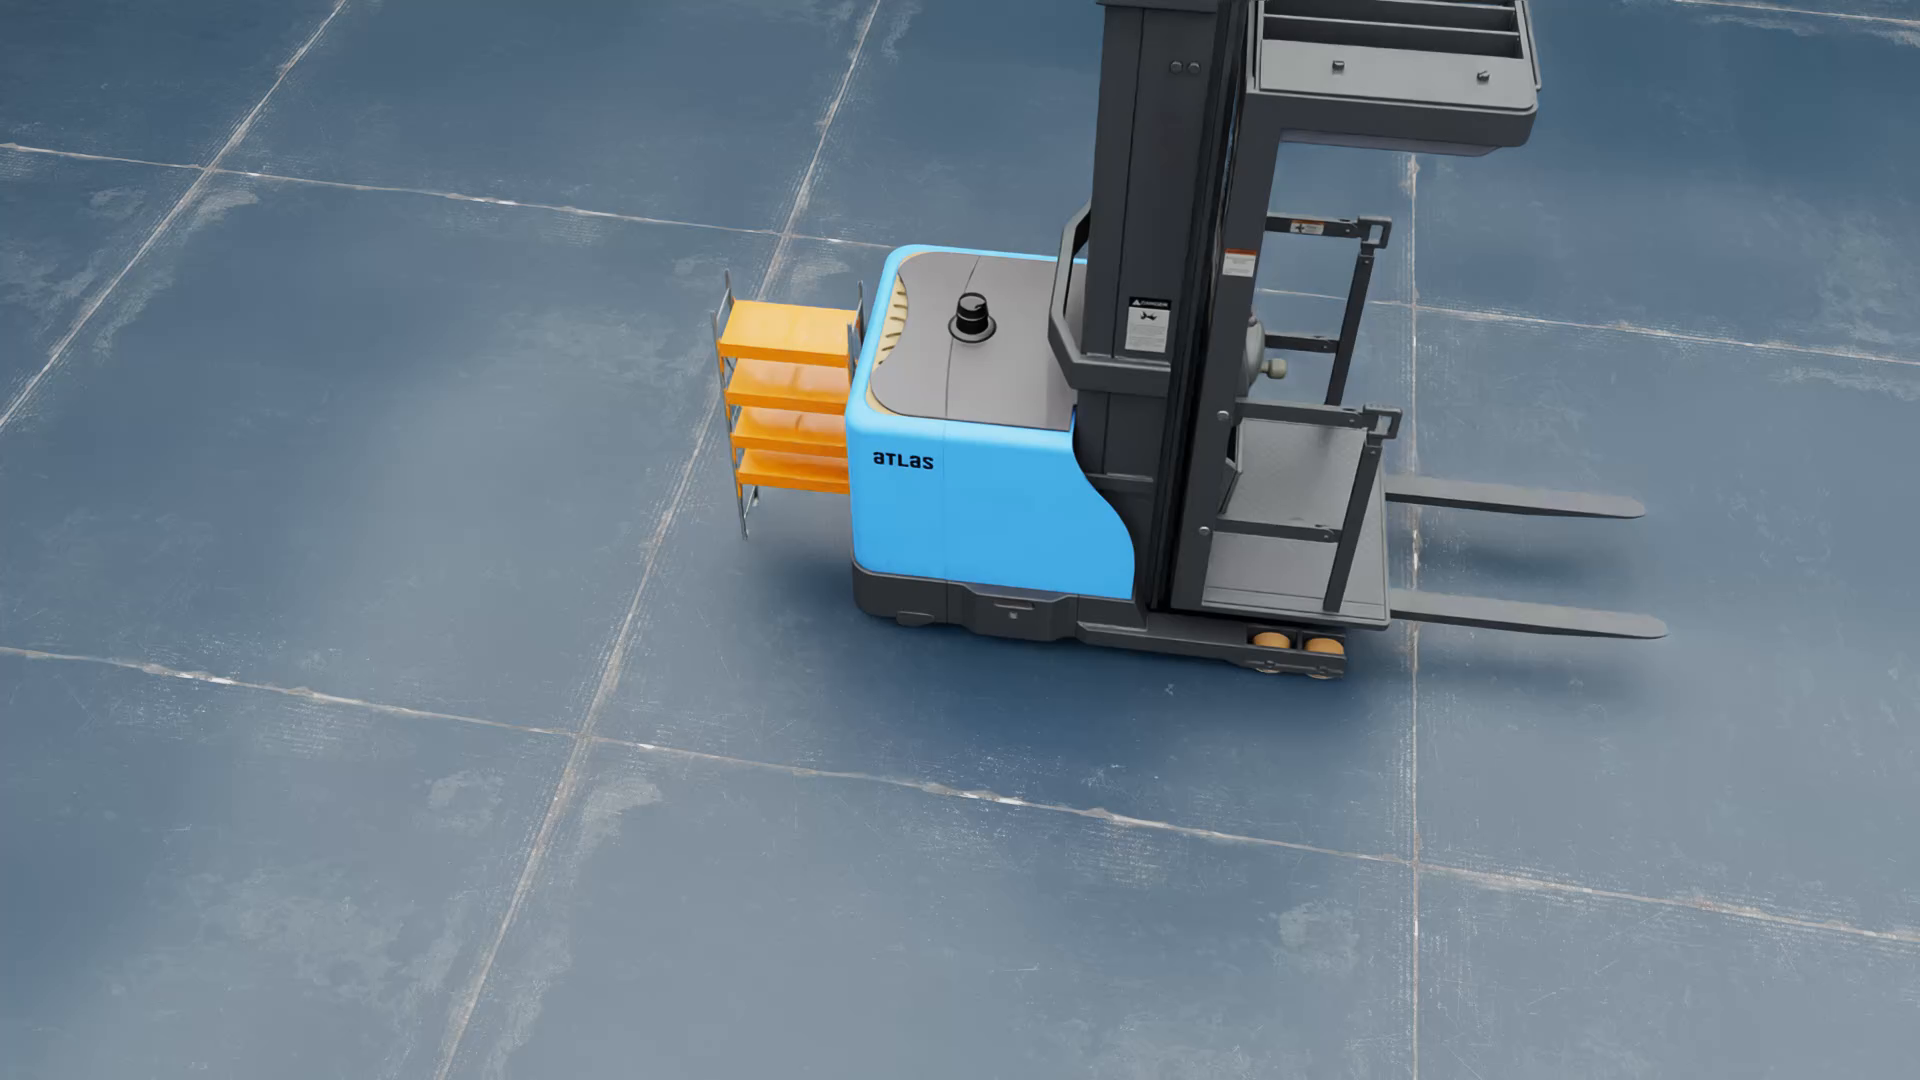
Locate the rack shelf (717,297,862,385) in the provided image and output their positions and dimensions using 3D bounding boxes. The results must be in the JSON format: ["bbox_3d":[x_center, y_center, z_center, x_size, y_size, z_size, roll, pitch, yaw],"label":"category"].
[{"bbox_3d":[-0.613,-0.725,6.038,0.480,0.148,0.258,6,48,5],"label":"rack shelf"}]

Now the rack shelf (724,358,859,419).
[{"bbox_3d":[-0.613,-0.567,6.214,0.480,0.148,0.258,6,48,5],"label":"rack shelf"}]

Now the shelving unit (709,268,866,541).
[{"bbox_3d":[-0.613,-0.462,6.331,0.503,1.200,0.258,6,48,5],"label":"shelving unit"}]

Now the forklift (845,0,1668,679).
[{"bbox_3d":[1.148,-0.883,5.545,3.031,2.935,1.130,6,48,5],"label":"forklift"}]

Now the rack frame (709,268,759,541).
[{"bbox_3d":[-0.855,-0.488,6.354,0.015,1.200,0.240,6,48,5],"label":"rack frame"}]

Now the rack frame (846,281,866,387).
[{"bbox_3d":[-0.371,-0.437,6.308,0.015,1.200,0.240,6,48,5],"label":"rack frame"}]

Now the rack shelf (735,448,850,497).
[{"bbox_3d":[-0.613,-0.285,6.529,0.480,0.148,0.258,6,48,5],"label":"rack shelf"}]

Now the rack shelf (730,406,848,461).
[{"bbox_3d":[-0.613,-0.417,6.381,0.480,0.148,0.258,6,48,5],"label":"rack shelf"}]
